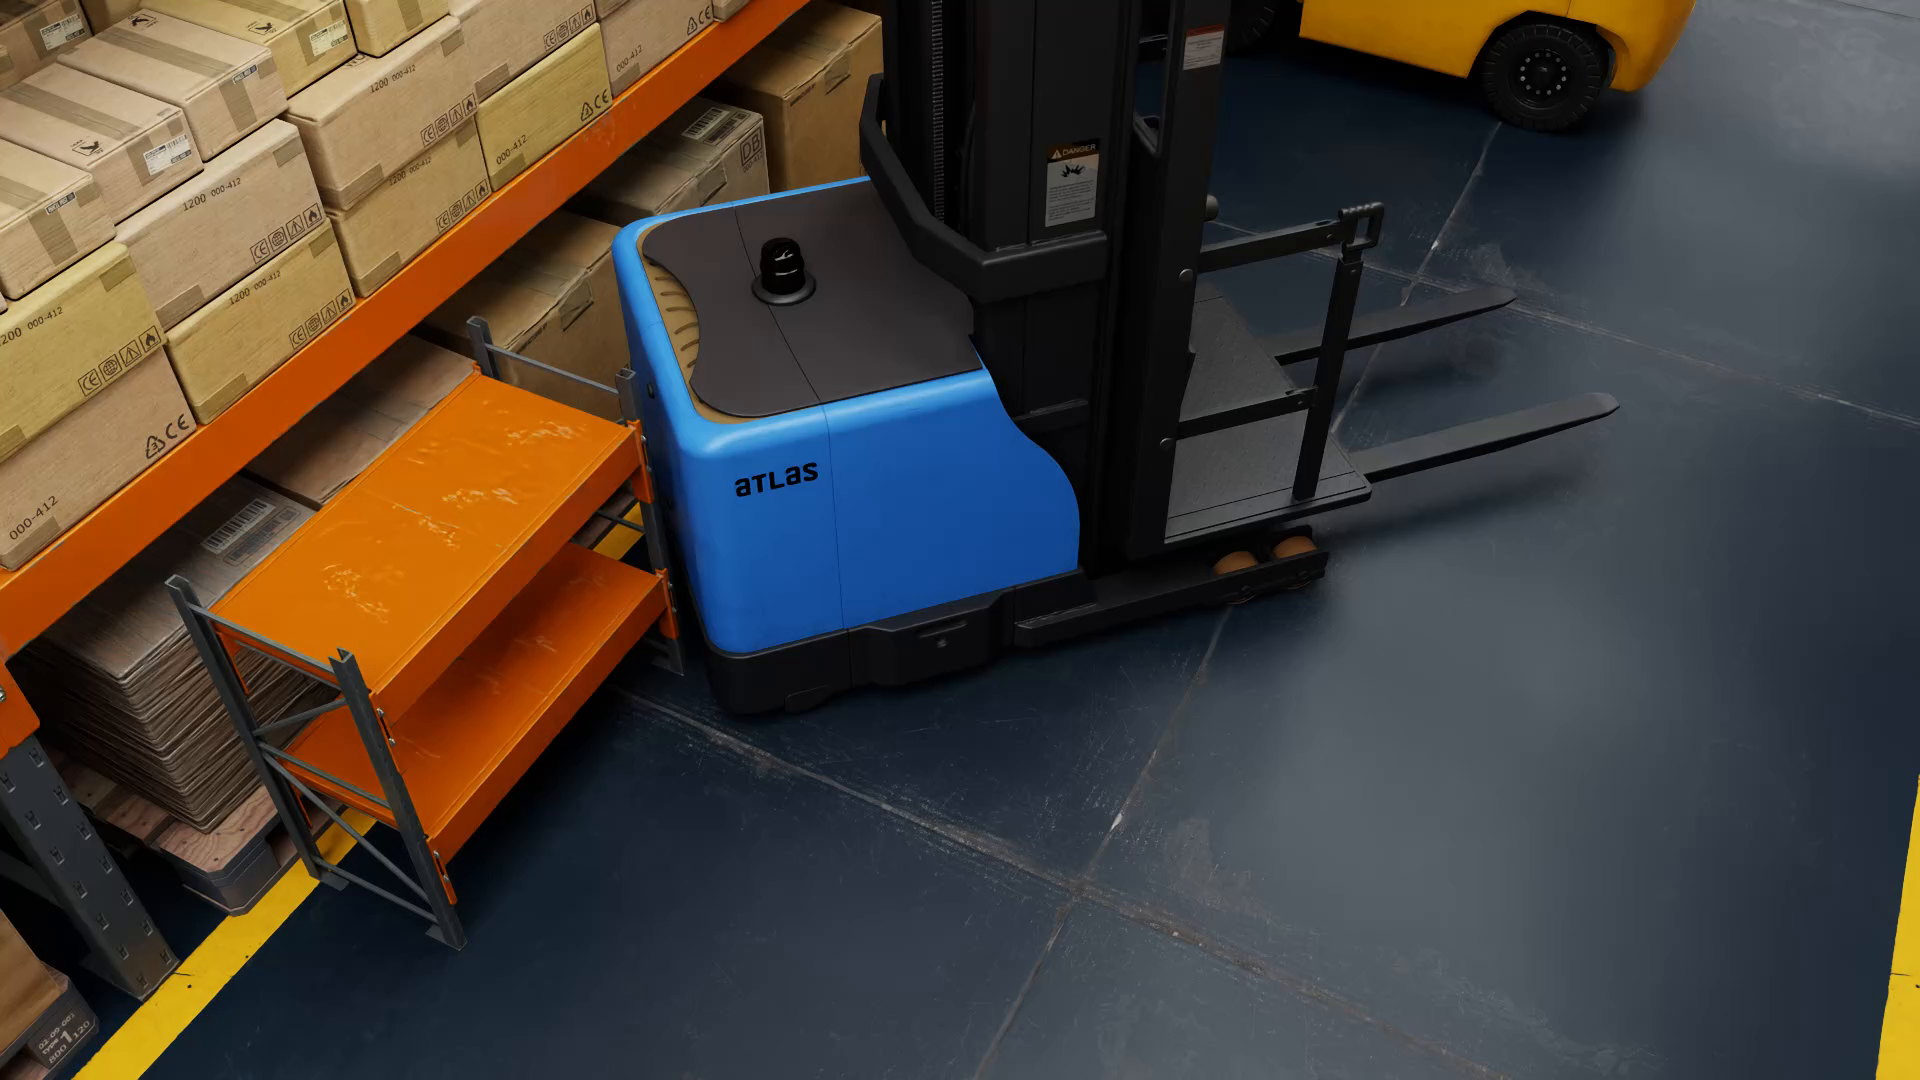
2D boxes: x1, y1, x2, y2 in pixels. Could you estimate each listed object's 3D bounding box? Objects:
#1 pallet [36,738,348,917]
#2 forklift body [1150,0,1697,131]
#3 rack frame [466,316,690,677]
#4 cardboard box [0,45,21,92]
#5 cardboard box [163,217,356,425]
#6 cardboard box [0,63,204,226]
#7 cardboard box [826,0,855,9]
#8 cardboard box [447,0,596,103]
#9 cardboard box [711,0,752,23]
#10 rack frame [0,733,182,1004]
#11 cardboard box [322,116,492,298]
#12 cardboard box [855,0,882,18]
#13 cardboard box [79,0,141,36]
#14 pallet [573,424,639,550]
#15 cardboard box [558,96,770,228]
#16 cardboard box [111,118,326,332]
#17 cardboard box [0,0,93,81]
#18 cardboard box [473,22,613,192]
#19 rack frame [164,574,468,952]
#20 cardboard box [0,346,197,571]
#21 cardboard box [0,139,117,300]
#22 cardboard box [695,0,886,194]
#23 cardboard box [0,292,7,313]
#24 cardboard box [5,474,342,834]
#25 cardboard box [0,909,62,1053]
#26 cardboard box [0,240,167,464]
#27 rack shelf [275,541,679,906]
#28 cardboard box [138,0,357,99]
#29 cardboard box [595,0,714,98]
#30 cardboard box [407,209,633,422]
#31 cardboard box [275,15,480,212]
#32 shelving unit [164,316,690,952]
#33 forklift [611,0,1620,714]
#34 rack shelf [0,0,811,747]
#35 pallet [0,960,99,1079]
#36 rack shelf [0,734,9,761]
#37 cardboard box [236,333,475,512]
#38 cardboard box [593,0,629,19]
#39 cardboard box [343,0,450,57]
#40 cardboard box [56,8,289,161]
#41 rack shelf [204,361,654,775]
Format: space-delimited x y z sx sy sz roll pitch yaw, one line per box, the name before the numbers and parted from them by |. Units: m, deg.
pallet | -2.017 0.363 4.743 1.003 0.211 1.213 20 49 19
forklift body | 2.015 -3.056 6.758 2.313 2.155 1.214 20 49 19
rack frame | -1.023 -0.086 4.544 0.500 1.125 0.032 20 49 19
cardboard box | -2.265 -0.991 3.594 0.380 0.149 0.250 20 49 19
cardboard box | -1.774 -0.573 3.813 0.500 0.250 0.500 19 48 18
cardboard box | -1.806 -0.817 3.422 0.380 0.149 0.250 22 49 20
cardboard box | -0.533 -2.363 6.763 0.500 0.250 0.500 19 48 18
cardboard box | -1.304 -1.403 4.281 0.500 0.250 0.500 21 49 20
cardboard box | -0.808 -1.856 5.081 0.500 0.250 0.500 20 49 19
rack frame | -2.434 -0.112 3.251 1.000 3.000 0.127 20 49 19
cardboard box | -1.541 -0.900 4.136 0.500 0.250 0.500 19 48 18
cardboard box | -0.079 -2.191 6.593 0.500 0.250 0.500 20 49 19
cardboard box | -2.023 -1.308 3.907 0.380 0.149 0.250 20 49 19
pallet | -1.450 -0.403 5.500 1.003 0.211 1.213 20 49 19
cardboard box | -1.176 -1.126 5.628 0.875 0.625 0.625 20 49 19
cardboard box | -1.778 -0.749 3.635 0.500 0.250 0.500 22 49 20
cardboard box | -2.213 -1.169 3.770 0.380 0.149 0.250 20 49 18
cardboard box | -1.298 -1.226 4.458 0.500 0.250 0.500 22 49 20
rack frame | -1.483 0.559 3.907 0.500 1.125 0.032 20 49 19
cardboard box | -2.011 -0.258 3.501 0.500 0.250 0.500 21 49 19
cardboard box | -1.902 -0.647 3.254 0.380 0.149 0.250 21 49 20
cardboard box | -0.809 -1.612 6.109 0.875 0.625 0.625 23 50 21
cardboard box | -2.025 -0.478 3.087 0.380 0.149 0.250 22 49 20
cardboard box | -2.132 0.187 4.330 0.875 0.625 0.625 22 49 20
cardboard box | -2.440 0.957 3.658 0.500 0.500 0.500 22 49 20
cardboard box | -1.989 -0.425 3.315 0.500 0.250 0.500 20 49 19
rack shelf | -1.253 0.408 4.399 0.538 0.278 1.000 20 49 19
cardboard box | -1.605 -1.154 3.756 0.380 0.149 0.250 21 49 19
cardboard box | -1.065 -1.554 4.782 0.500 0.250 0.500 21 49 19
cardboard box | -1.524 -0.651 5.159 0.875 0.625 0.625 19 48 17
cardboard box | -1.519 -1.072 3.955 0.500 0.250 0.500 19 48 18
shelving unit | -1.253 0.236 4.226 0.538 1.125 1.048 20 49 19
forklift | 0.594 -1.177 4.353 3.031 2.935 1.130 -14 47 -13
rack shelf | -1.505 -1.119 4.752 1.077 0.370 4.000 20 49 19
pallet | -2.814 1.326 3.791 1.003 0.211 1.213 20 49 19
rack shelf | -3.362 1.401 2.262 1.077 0.370 4.000 20 49 19
cardboard box | -1.836 -0.227 4.740 0.875 0.625 0.625 22 49 20
cardboard box | -1.053 -1.714 4.589 0.500 0.250 0.500 21 49 20
cardboard box | -1.435 -1.295 3.894 0.380 0.149 0.250 21 49 20
cardboard box | -1.696 -0.986 3.589 0.380 0.149 0.250 21 49 19
rack shelf | -1.253 0.031 4.017 0.538 0.278 1.000 20 49 19
